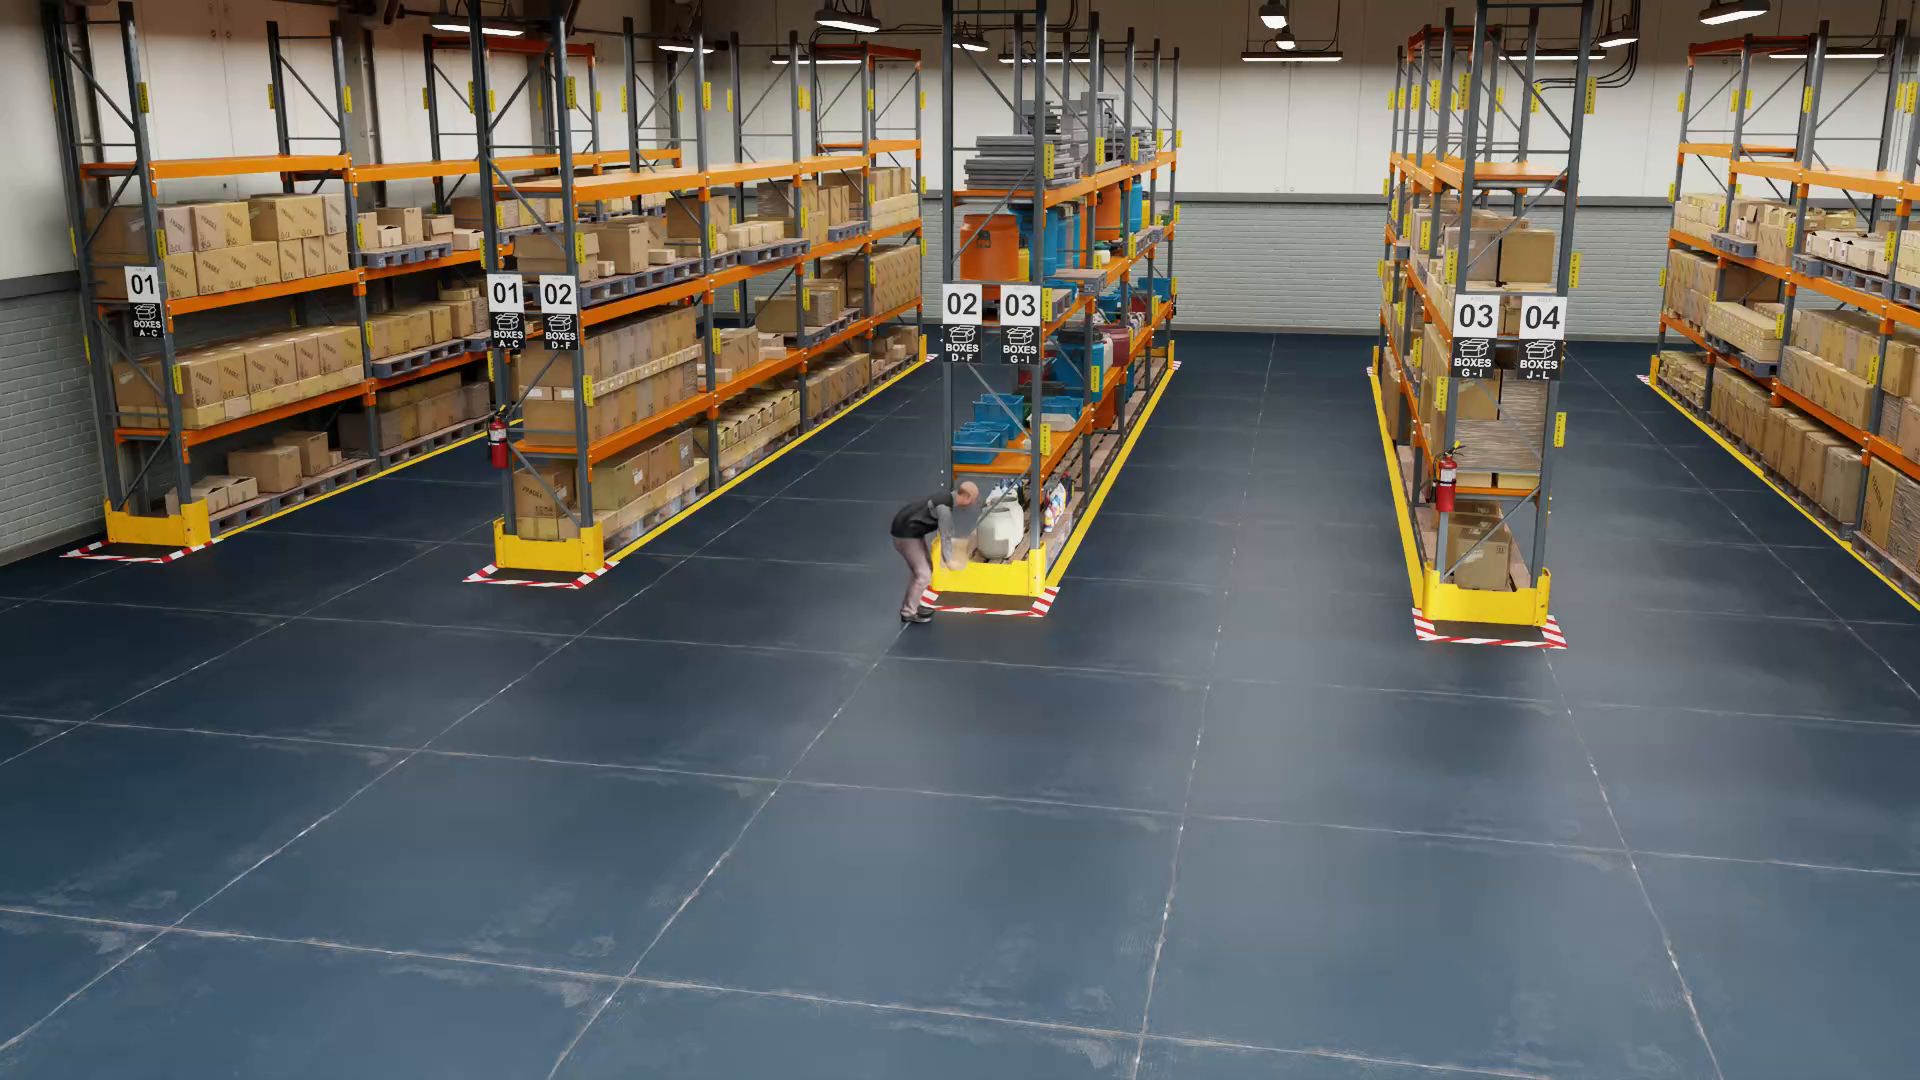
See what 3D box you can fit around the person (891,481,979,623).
[{"bbox_3d":[-0.247,0.100,16.345,0.861,1.388,0.469,1,15,3],"label":"person"}]
